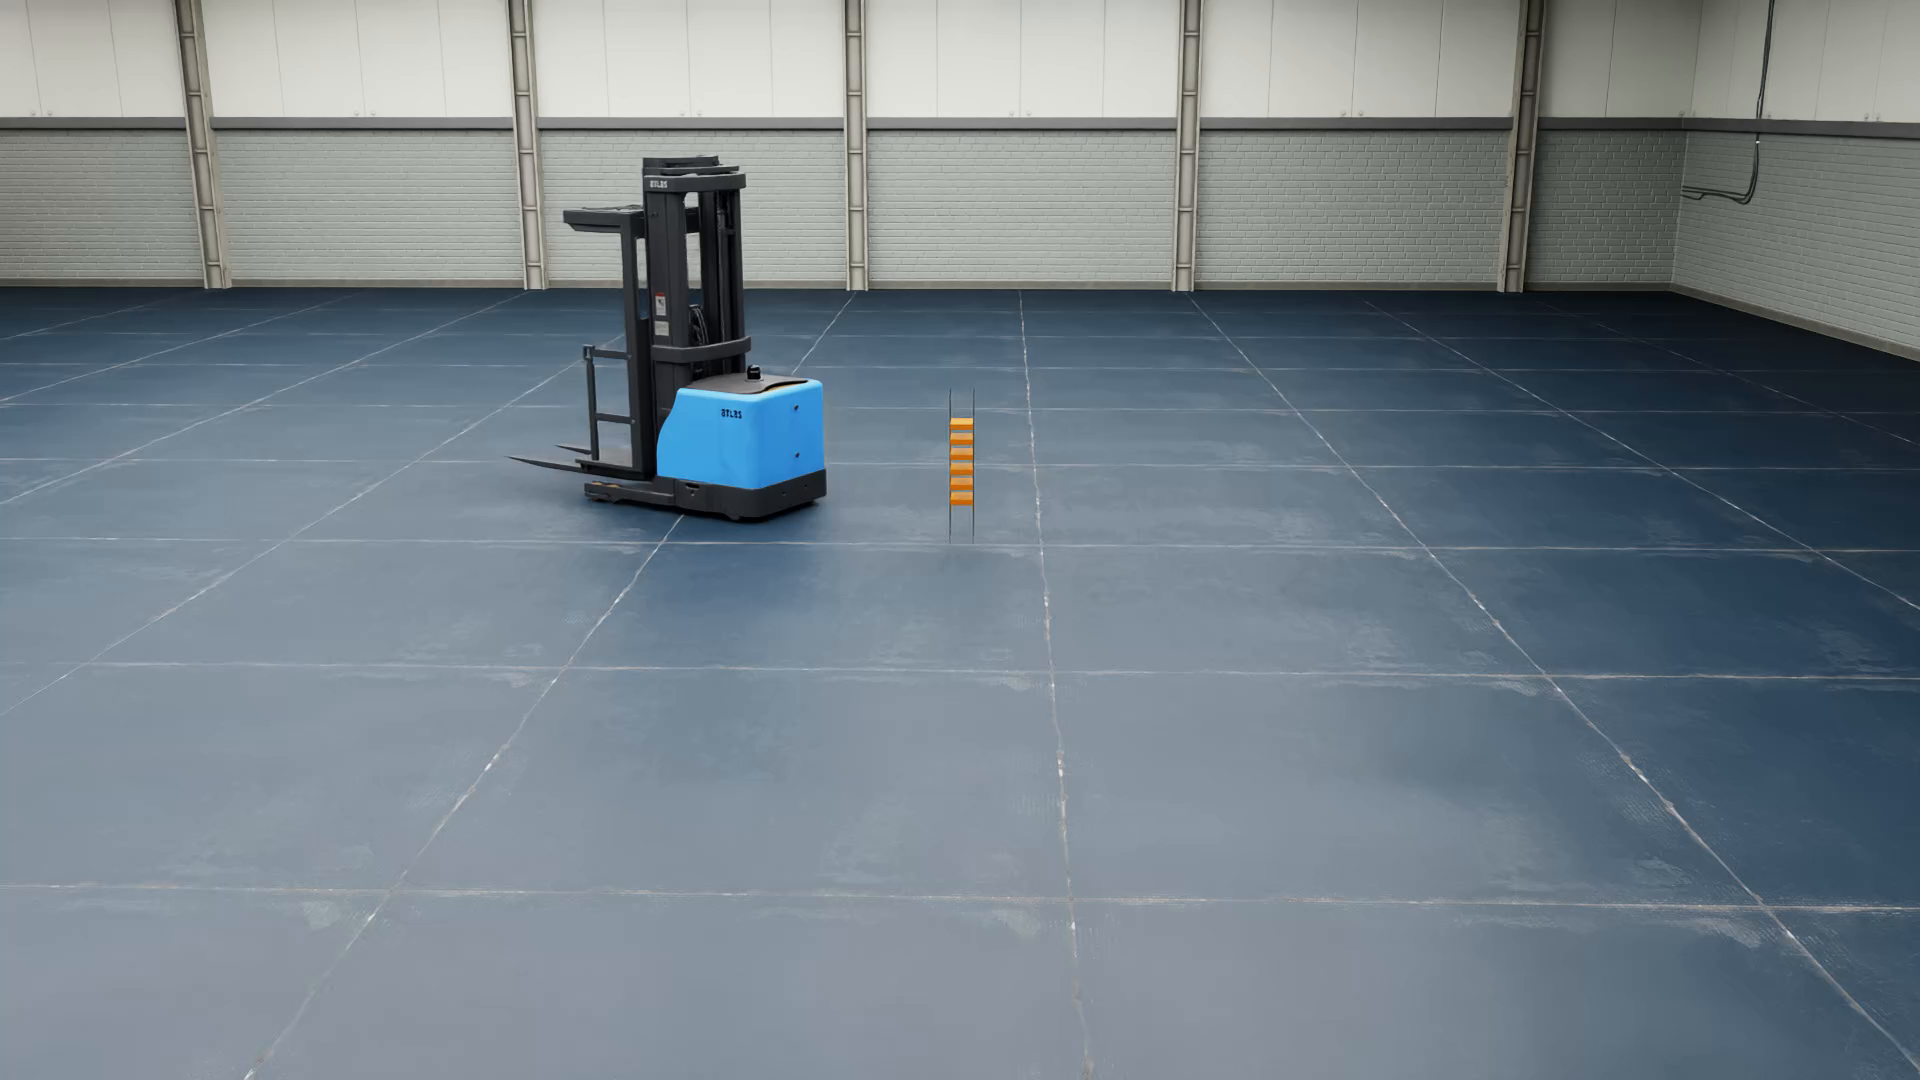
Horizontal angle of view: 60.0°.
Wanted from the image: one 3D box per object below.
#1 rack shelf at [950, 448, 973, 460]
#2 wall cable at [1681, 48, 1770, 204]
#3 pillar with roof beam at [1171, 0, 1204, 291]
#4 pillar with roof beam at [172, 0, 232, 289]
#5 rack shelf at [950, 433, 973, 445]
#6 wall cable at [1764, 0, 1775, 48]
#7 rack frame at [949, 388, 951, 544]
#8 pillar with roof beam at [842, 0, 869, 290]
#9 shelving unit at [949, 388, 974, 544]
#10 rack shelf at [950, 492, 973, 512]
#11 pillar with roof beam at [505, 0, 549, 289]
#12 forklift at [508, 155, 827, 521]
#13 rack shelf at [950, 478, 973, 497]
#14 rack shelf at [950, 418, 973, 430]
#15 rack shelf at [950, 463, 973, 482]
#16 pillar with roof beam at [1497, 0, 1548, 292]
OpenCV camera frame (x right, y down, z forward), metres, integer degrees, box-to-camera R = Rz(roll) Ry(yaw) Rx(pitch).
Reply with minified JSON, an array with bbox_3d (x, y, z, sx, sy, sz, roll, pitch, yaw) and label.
[{"bbox_3d":[0.014,-0.653,13.062,0.180,0.103,0.258,0,15,1],"label":"rack shelf"},{"bbox_3d":[13.015,-7.066,28.462,0.112,2.526,3.097,0,15,1],"label":"wall cable"},{"bbox_3d":[3.996,-7.865,25.404,0.400,9.000,9.100,0,15,1],"label":"pillar with roof beam"},{"bbox_3d":[-13.998,-7.982,25.849,0.400,9.000,9.100,0,15,1],"label":"pillar with roof beam"},{"bbox_3d":[0.014,-0.769,13.031,0.180,0.103,0.258,0,15,1],"label":"rack shelf"},{"bbox_3d":[12.946,-8.818,25.203,0.112,2.526,3.097,0,15,1],"label":"wall cable"},{"bbox_3d":[-0.077,-0.581,13.083,0.006,1.200,0.240,0,15,1],"label":"rack frame"},{"bbox_3d":[-2.002,-7.904,25.552,0.400,9.000,9.100,0,15,1],"label":"pillar with roof beam"},{"bbox_3d":[0.014,-0.580,13.081,0.189,1.200,0.258,0,15,1],"label":"shelving unit"},{"bbox_3d":[0.014,-0.305,13.153,0.180,0.103,0.258,0,15,1],"label":"rack shelf"},{"bbox_3d":[-8.000,-7.943,25.701,0.400,9.000,9.100,0,15,1],"label":"pillar with roof beam"},{"bbox_3d":[-2.684,-1.836,14.450,3.031,2.935,1.130,9,17,30],"label":"forklift"},{"bbox_3d":[0.014,-0.421,13.123,0.180,0.103,0.258,0,15,1],"label":"rack shelf"},{"bbox_3d":[0.014,-0.885,13.000,0.180,0.103,0.258,0,15,1],"label":"rack shelf"},{"bbox_3d":[0.014,-0.537,13.092,0.180,0.103,0.258,0,15,1],"label":"rack shelf"},{"bbox_3d":[9.994,-7.826,25.256,0.400,9.000,9.100,0,15,1],"label":"pillar with roof beam"}]
